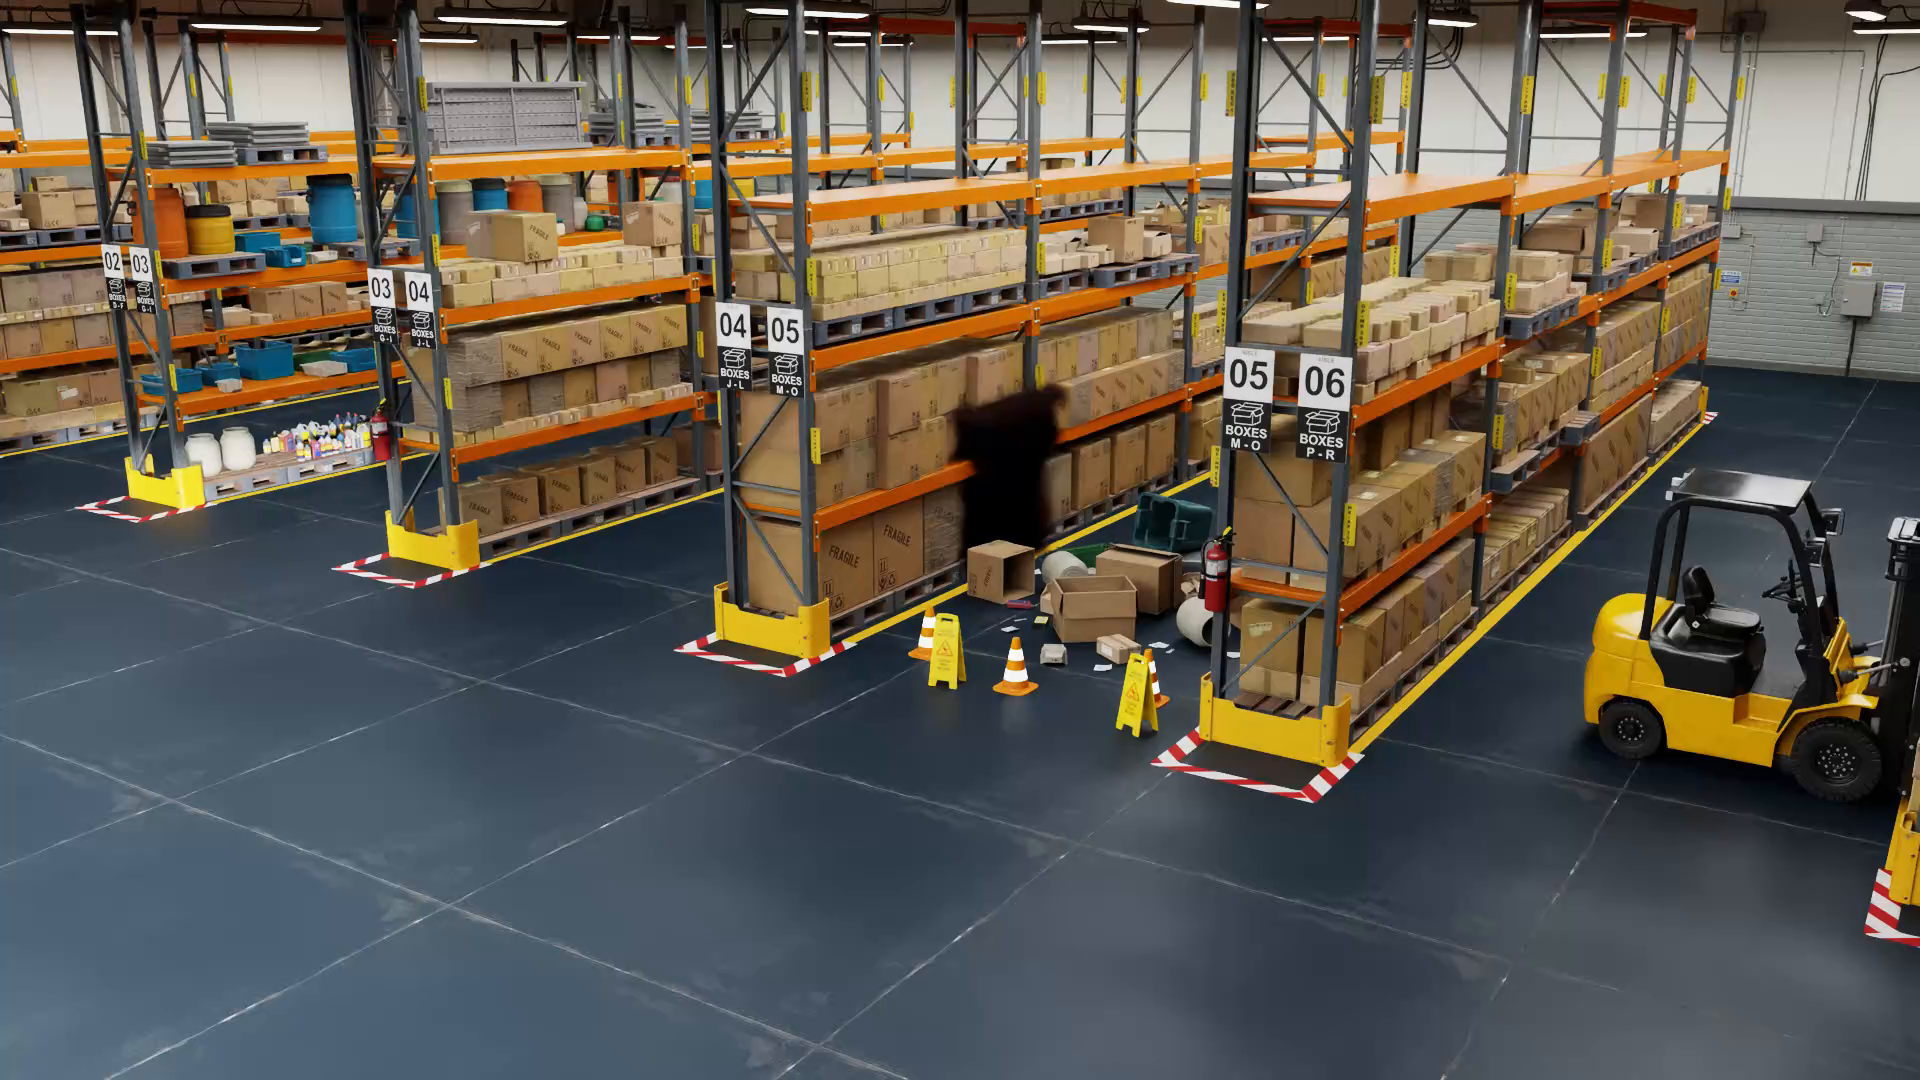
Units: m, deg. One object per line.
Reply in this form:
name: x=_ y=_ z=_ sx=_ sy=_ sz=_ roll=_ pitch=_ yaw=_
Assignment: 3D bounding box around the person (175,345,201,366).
person: x=-13.348 y=-3.492 z=28.546 sx=0.446 sy=1.722 sz=0.551 roll=5 pitch=16 yaw=18
